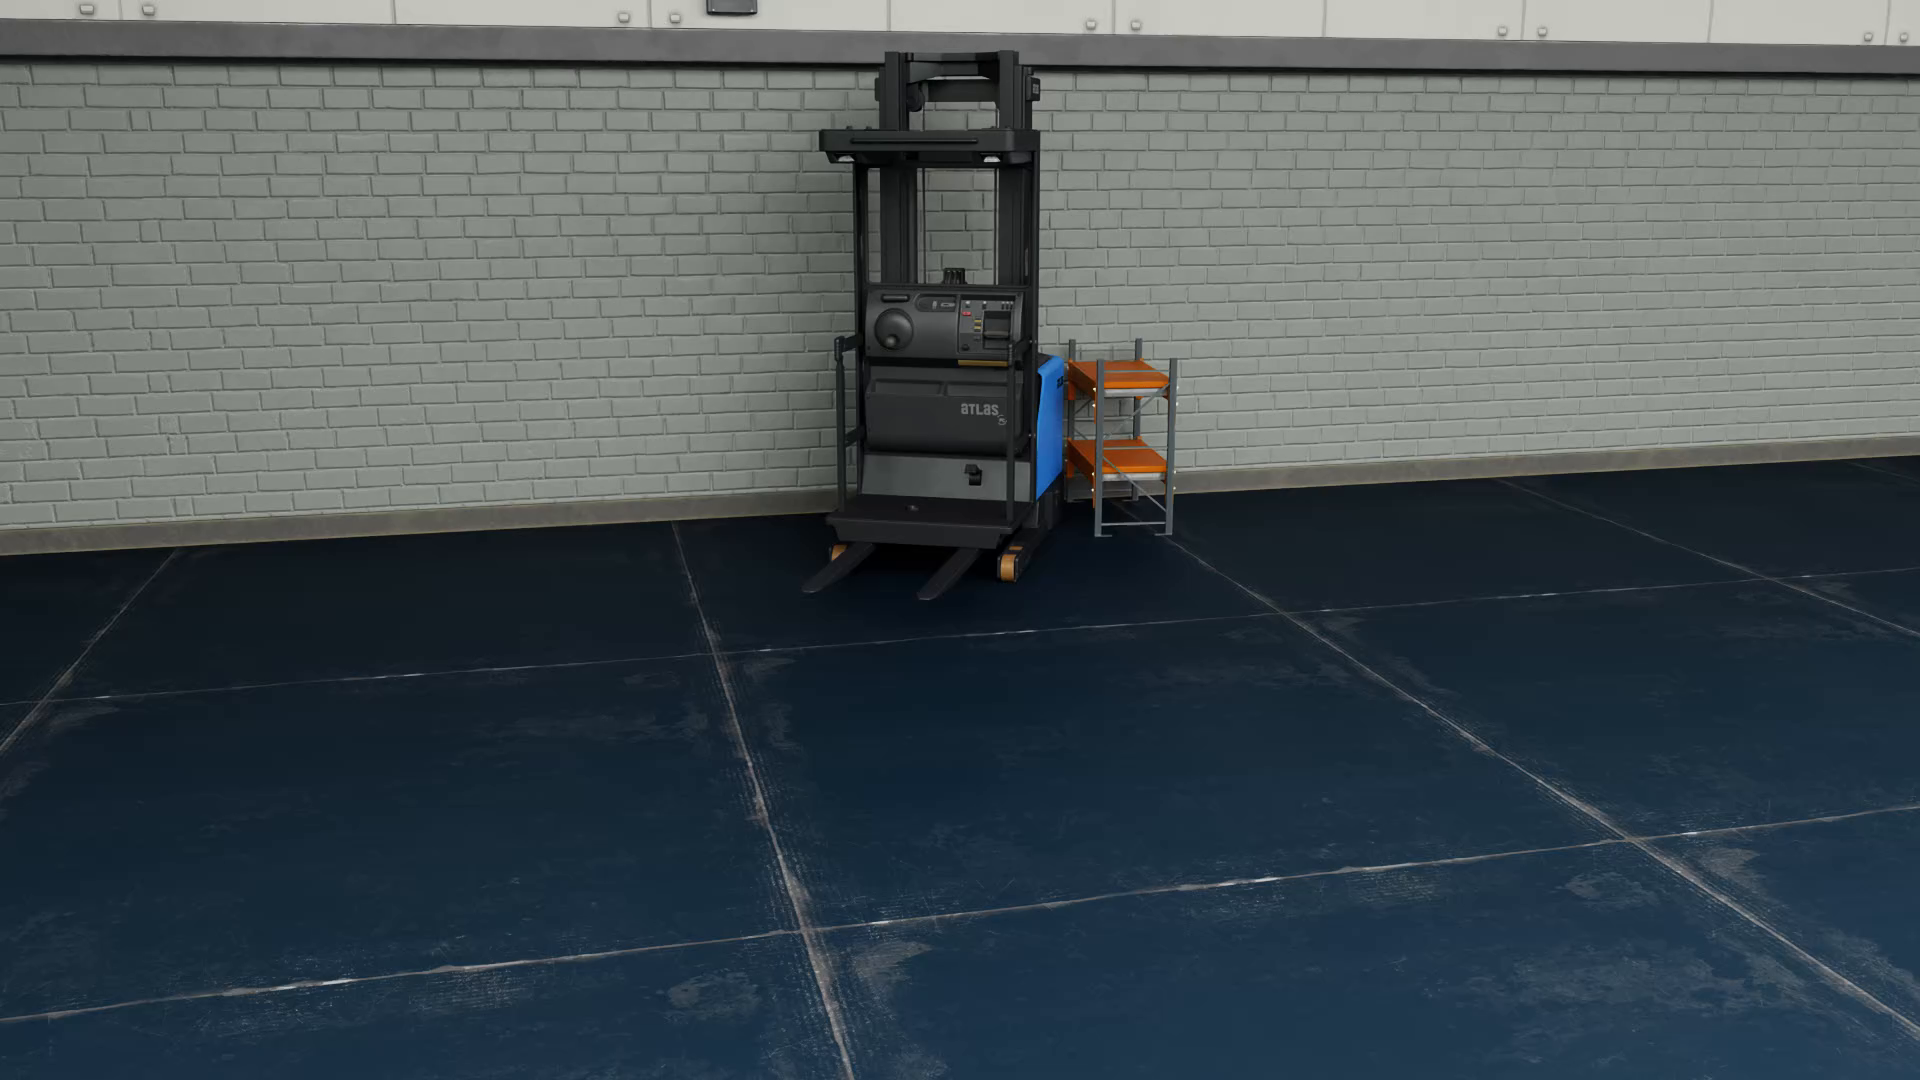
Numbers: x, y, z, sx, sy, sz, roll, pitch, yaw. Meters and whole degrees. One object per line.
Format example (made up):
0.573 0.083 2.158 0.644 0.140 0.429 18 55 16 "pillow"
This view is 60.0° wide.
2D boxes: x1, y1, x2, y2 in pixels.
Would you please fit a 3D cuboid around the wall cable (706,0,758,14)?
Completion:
-0.433 -6.226 9.783 2.305 6.003 0.169 -3 14 -13 "wall cable"

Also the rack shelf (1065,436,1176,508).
1.042 -0.458 10.961 0.538 0.278 1.000 -1 14 -6 "rack shelf"

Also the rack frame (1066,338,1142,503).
0.987 -0.815 11.394 0.500 1.125 0.032 -1 14 -6 "rack frame"

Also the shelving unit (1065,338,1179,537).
1.042 -0.695 10.903 0.538 1.125 1.048 -1 14 -6 "shelving unit"

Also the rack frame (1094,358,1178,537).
1.097 -0.575 10.412 0.500 1.125 0.032 -1 14 -6 "rack frame"

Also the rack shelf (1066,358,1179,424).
1.042 -0.980 10.834 0.538 0.278 1.000 -1 14 -6 "rack shelf"

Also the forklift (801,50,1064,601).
-0.139 -1.280 9.489 1.130 2.935 3.031 3 14 13 "forklift"
